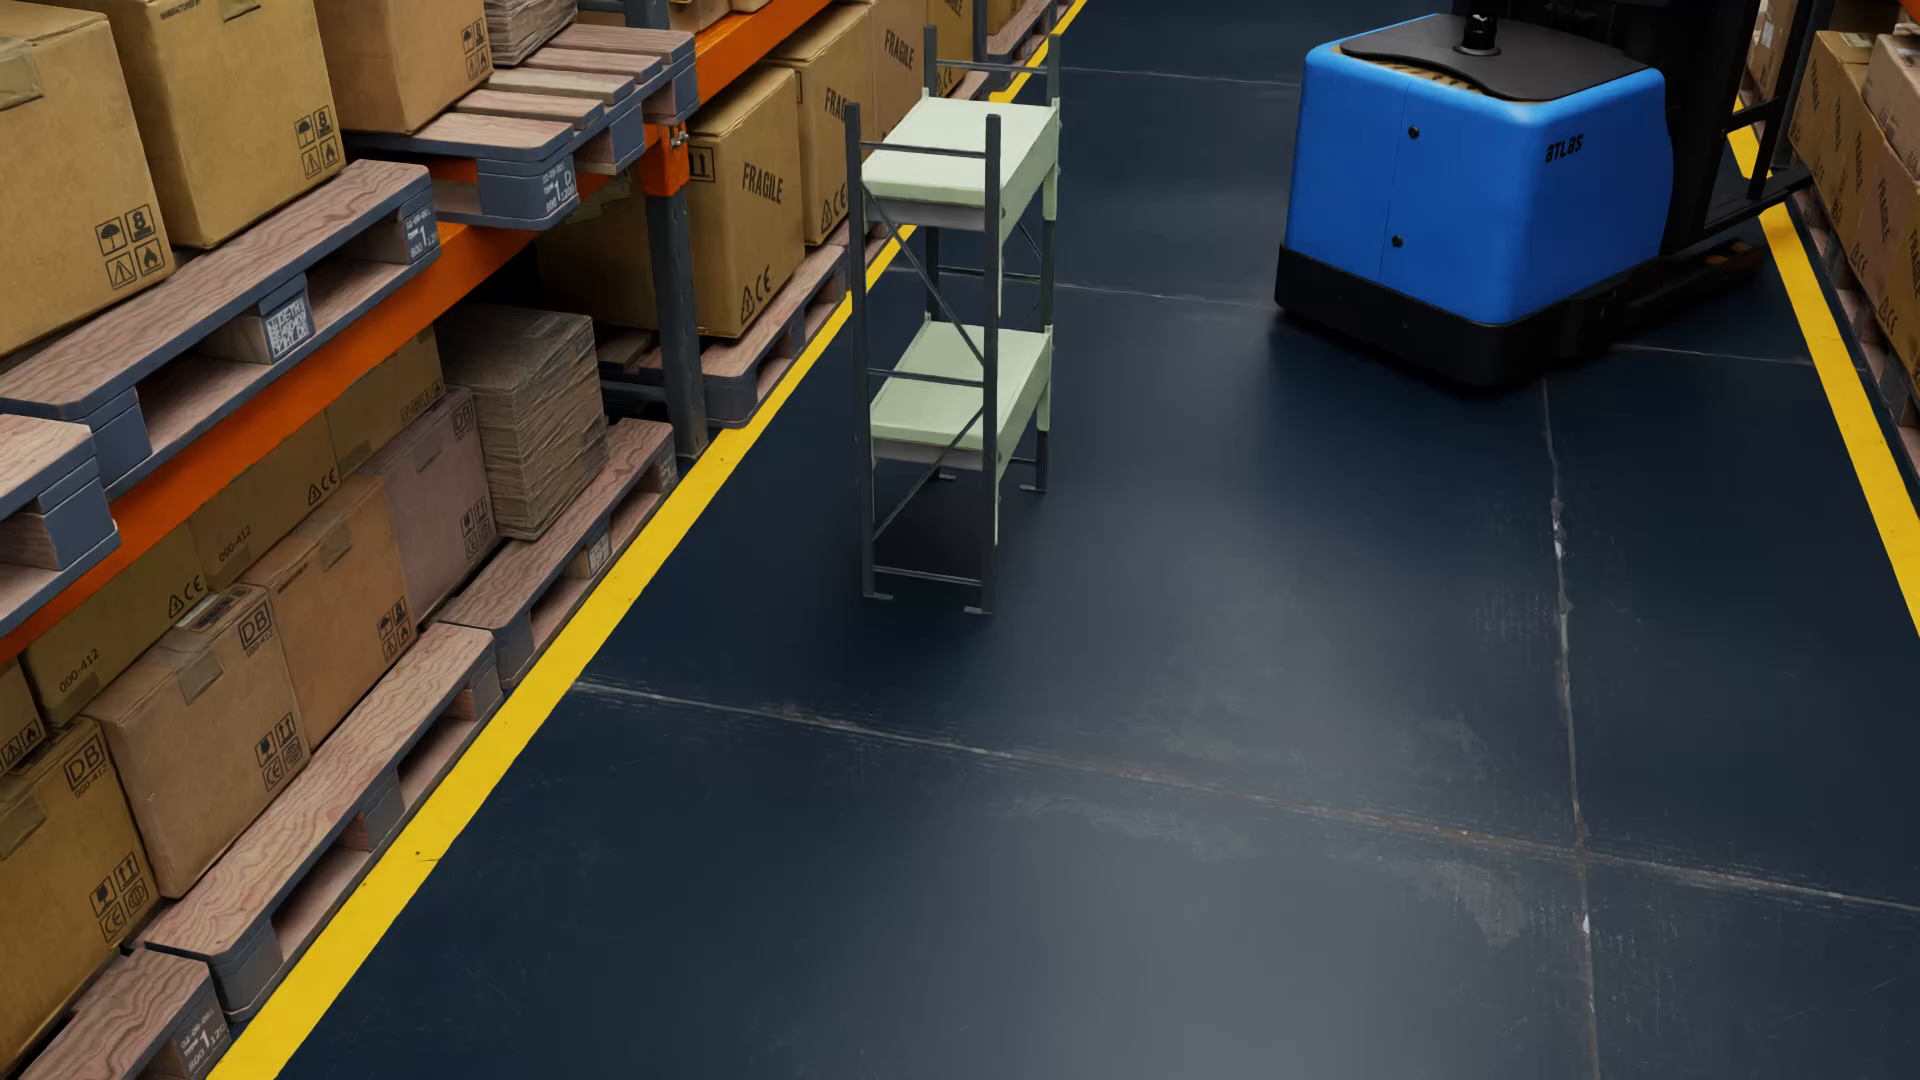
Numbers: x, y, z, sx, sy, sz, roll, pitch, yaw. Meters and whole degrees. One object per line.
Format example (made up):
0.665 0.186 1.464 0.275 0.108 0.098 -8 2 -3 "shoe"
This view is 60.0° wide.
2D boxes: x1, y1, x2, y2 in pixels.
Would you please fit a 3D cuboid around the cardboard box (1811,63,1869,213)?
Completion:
3.956 -1.670 7.000 0.500 0.500 0.500 8 33 13 "cardboard box"

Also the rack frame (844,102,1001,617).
-0.095 -0.440 4.543 0.400 1.500 0.023 8 33 12 "rack frame"

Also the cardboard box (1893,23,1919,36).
4.964 -2.664 8.875 0.380 0.166 0.250 8 33 12 "cardboard box"

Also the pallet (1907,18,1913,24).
4.922 -2.849 9.536 1.003 0.211 1.213 8 33 12 "pallet"

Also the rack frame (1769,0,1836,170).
4.439 -3.035 7.228 1.000 3.000 0.127 8 33 12 "rack frame"

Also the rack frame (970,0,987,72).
-0.354 -3.708 8.286 1.000 3.000 0.127 8 33 12 "rack frame"

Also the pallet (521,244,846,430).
-1.096 -0.854 6.396 1.003 0.211 1.213 8 33 12 "pallet"

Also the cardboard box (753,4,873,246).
-0.827 -1.719 6.771 0.750 0.750 0.750 8 33 12 "cardboard box"

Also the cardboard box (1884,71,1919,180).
3.700 -1.485 6.011 0.500 0.250 0.500 7 33 11 "cardboard box"

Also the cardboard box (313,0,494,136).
-1.594 -1.321 4.028 0.700 0.500 0.500 5 33 8 "cardboard box"

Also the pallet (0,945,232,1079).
-2.188 1.216 3.140 1.003 0.211 1.213 8 33 12 "pallet"

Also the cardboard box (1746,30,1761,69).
4.346 -2.555 8.720 0.380 0.149 0.250 8 33 12 "cardboard box"

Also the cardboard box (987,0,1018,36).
-0.065 -3.204 9.432 0.700 0.500 0.500 8 33 13 "cardboard box"

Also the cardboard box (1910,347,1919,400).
3.434 -0.607 5.329 0.500 0.500 0.500 9 34 14 "cardboard box"

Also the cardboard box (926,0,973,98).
-0.393 -2.623 8.192 0.750 0.750 0.750 8 33 13 "cardboard box"

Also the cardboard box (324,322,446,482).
-1.706 -0.411 4.322 0.500 0.250 0.500 9 33 13 "cardboard box"

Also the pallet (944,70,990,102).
-0.477 -2.120 8.388 1.003 0.211 1.213 8 33 12 "pallet"

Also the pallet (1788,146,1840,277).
4.269 -1.431 7.304 1.003 0.211 1.213 8 33 12 "pallet"

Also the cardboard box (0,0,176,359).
-1.936 -0.678 3.018 0.700 0.500 0.500 13 35 19 "cardboard box"

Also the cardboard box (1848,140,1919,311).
3.693 -1.149 6.181 0.500 0.500 0.500 7 33 11 "cardboard box"

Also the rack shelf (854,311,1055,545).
-0.002 -0.354 5.017 0.431 0.370 0.720 8 33 12 "rack shelf"

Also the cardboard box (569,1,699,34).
-1.061 -1.674 5.302 0.380 0.149 0.250 8 33 12 "cardboard box"

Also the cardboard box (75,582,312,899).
-1.962 0.395 3.753 0.700 0.500 0.500 8 33 13 "cardboard box"

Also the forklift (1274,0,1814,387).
2.709 -2.436 6.350 3.031 2.935 1.130 -24 39 -32 "forklift"

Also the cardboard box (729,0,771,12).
-0.840 -1.930 5.705 0.380 0.149 0.250 9 34 14 "cardboard box"

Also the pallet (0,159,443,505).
-1.832 -0.518 3.448 1.003 0.211 1.213 8 33 12 "pallet"

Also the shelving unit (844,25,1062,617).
-0.002 -0.629 4.842 0.431 1.500 0.755 8 33 12 "shelving unit"

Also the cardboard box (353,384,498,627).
-1.744 -0.130 4.579 0.700 0.500 0.500 8 33 12 "cardboard box"

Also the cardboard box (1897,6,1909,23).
4.911 -3.143 9.315 0.797 0.503 0.637 8 33 12 "cardboard box"

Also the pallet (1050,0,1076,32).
0.223 -3.550 10.637 1.003 0.211 1.213 8 33 12 "pallet"

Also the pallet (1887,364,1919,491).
3.650 -0.165 5.313 1.003 0.211 1.213 8 33 12 "pallet"

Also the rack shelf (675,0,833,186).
-0.861 -2.366 6.847 1.077 0.370 4.000 8 33 12 "rack shelf"

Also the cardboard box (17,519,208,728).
-1.976 0.113 3.497 0.500 0.250 0.500 7 33 11 "cardboard box"
